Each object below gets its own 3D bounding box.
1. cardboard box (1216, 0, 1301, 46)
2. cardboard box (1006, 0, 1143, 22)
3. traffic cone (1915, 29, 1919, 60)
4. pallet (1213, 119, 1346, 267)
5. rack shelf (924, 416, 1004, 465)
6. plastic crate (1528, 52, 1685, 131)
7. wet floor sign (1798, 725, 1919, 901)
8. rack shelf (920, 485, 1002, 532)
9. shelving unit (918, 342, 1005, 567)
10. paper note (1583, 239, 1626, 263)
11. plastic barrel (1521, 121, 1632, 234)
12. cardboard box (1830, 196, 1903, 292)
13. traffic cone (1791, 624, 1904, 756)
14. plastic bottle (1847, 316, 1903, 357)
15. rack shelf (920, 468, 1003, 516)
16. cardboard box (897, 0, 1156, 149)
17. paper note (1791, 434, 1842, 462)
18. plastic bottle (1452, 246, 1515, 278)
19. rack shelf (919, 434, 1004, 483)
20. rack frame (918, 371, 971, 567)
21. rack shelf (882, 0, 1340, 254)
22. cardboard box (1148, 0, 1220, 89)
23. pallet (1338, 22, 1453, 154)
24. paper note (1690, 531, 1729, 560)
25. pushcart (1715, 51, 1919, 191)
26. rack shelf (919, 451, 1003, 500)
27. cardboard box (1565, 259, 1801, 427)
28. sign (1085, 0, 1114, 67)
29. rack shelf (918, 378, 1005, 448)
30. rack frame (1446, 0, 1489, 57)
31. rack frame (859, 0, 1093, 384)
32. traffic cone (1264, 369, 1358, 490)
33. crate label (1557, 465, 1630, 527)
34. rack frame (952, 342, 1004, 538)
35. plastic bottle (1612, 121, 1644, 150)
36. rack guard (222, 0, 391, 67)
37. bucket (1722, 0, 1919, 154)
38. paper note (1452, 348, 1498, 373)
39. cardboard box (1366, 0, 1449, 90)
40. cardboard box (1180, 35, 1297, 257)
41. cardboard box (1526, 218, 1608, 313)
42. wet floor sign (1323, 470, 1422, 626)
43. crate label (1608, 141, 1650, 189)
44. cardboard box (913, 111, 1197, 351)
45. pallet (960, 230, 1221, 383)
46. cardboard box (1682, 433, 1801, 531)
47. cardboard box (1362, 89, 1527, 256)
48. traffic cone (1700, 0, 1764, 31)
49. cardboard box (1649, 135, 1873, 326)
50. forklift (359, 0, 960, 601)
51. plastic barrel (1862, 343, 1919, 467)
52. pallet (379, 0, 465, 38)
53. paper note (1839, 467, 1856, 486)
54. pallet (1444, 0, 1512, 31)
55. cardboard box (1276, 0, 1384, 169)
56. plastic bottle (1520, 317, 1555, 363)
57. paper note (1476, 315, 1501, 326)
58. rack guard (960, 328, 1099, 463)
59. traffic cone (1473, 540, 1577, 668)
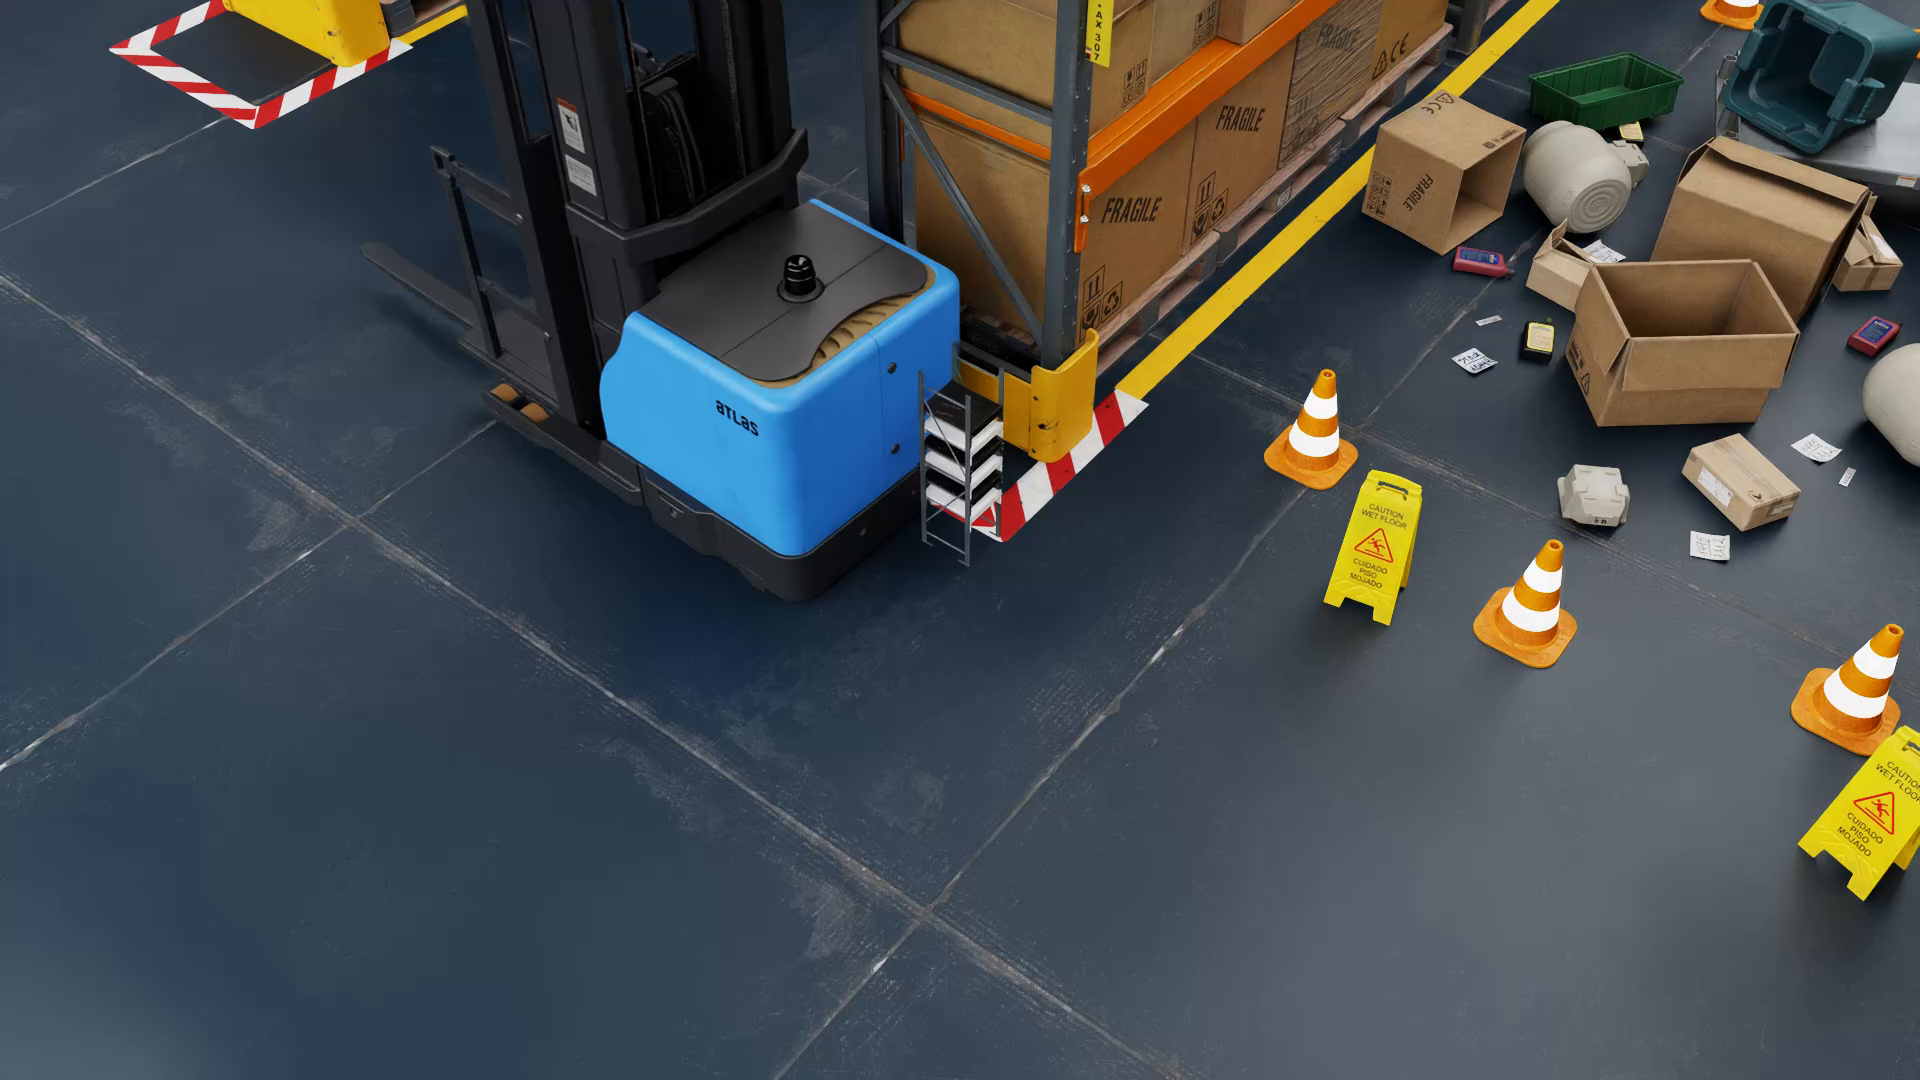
[{"bbox_3d":[0.998,-2.587,7.043,0.875,0.550,0.550,29,53,25],"label":"cardboard box"},{"bbox_3d":[0.304,-2.334,6.055,0.875,0.550,0.550,29,53,25],"label":"cardboard box"},{"bbox_3d":[5.507,-2.932,9.231,0.336,0.463,0.334,29,53,25],"label":"traffic cone"},{"bbox_3d":[1.220,-1.938,8.455,1.003,0.211,1.213,29,53,25],"label":"pallet"},{"bbox_3d":[0.005,-0.417,6.323,0.258,0.077,0.200,29,53,25],"label":"rack shelf"},{"bbox_3d":[3.422,-2.373,8.847,0.662,0.188,0.450,-17,39,-15],"label":"plastic crate"},{"bbox_3d":[3.062,0.866,5.477,0.232,0.644,0.267,-25,51,-22],"label":"wet floor sign"},{"bbox_3d":[0.005,-0.168,6.583,0.258,0.077,0.200,29,53,25],"label":"rack shelf"},{"bbox_3d":[0.005,-0.315,6.429,0.258,0.900,0.210,29,53,25],"label":"shelving unit"},{"bbox_3d":[3.110,-1.388,8.061,0.155,0.023,0.172,-25,51,-22],"label":"paper note"},{"bbox_3d":[3.012,-1.785,8.163,0.421,0.421,0.512,-9,47,-8],"label":"plastic barrel"},{"bbox_3d":[4.274,-1.410,7.914,0.258,0.266,0.396,-2,46,-2],"label":"cardboard box"},{"bbox_3d":[3.267,0.477,5.975,0.336,0.463,0.334,29,53,25],"label":"traffic cone"},{"bbox_3d":[4.198,-0.948,7.613,0.283,0.061,0.133,-33,55,-28],"label":"plastic bottle"},{"bbox_3d":[0.005,-0.230,6.518,0.258,0.077,0.200,29,53,25],"label":"rack shelf"},{"bbox_3d":[0.237,-1.998,6.481,0.875,0.550,0.550,29,53,25],"label":"cardboard box"},{"bbox_3d":[3.666,-0.394,7.114,0.142,0.019,0.148,-25,51,-22],"label":"paper note"},{"bbox_3d":[2.517,-1.328,7.977,0.283,0.061,0.133,13,48,12],"label":"plastic bottle"},{"bbox_3d":[0.005,-0.355,6.388,0.258,0.077,0.200,29,53,25],"label":"rack shelf"},{"bbox_3d":[-0.057,-0.257,6.373,0.240,0.900,0.006,29,53,25],"label":"rack frame"},{"bbox_3d":[1.269,-2.610,7.666,1.077,0.370,4.000,29,53,25],"label":"rack shelf"},{"bbox_3d":[0.556,-2.322,6.790,0.875,0.550,0.550,29,53,25],"label":"cardboard box"},{"bbox_3d":[1.965,-2.639,9.125,1.003,0.211,1.213,29,53,25],"label":"pallet"},{"bbox_3d":[3.028,0.021,6.708,0.148,0.019,0.142,13,48,12],"label":"paper note"},{"bbox_3d":[4.636,-1.946,8.348,1.648,0.377,0.936,13,48,12],"label":"pushcart"},{"bbox_3d":[0.005,-0.292,6.453,0.258,0.077,0.200,29,53,25],"label":"rack shelf"},{"bbox_3d":[3.096,-0.845,7.210,0.797,0.503,0.637,-2,46,-2],"label":"cardboard box"},{"bbox_3d":[0.482,-1.791,5.733,0.100,0.325,0.005,29,53,25],"label":"sign"},{"bbox_3d":[0.005,-0.479,6.258,0.258,0.077,0.200,29,53,25],"label":"rack shelf"},{"bbox_3d":[2.492,-4.003,8.499,1.000,3.000,0.127,29,53,25],"label":"rack frame"},{"bbox_3d":[0.046,-1.714,6.313,1.000,3.000,0.127,29,53,25],"label":"rack frame"},{"bbox_3d":[1.495,-0.514,6.921,0.336,0.463,0.334,29,53,25],"label":"traffic cone"},{"bbox_3d":[2.613,-0.184,6.831,0.250,0.136,0.298,6,47,5],"label":"crate label"},{"bbox_3d":[0.067,-0.374,6.484,0.240,0.900,0.006,29,53,25],"label":"rack frame"},{"bbox_3d":[3.517,-2.162,8.773,0.133,0.061,0.283,6,47,5],"label":"plastic bottle"},{"bbox_3d":[-3.770,-3.145,9.408,1.175,0.500,0.348,29,53,25],"label":"rack guard"},{"bbox_3d":[4.233,-2.300,8.085,0.620,0.611,0.726,-17,48,-29],"label":"bucket"},{"bbox_3d":[2.323,-0.811,7.504,0.142,0.017,0.144,-25,51,-22],"label":"paper note"},{"bbox_3d":[2.052,-3.085,8.801,0.875,0.875,0.875,30,53,26],"label":"cardboard box"},{"bbox_3d":[0.945,-2.047,7.810,0.875,0.875,0.875,28,53,24],"label":"cardboard box"},{"bbox_3d":[2.899,-1.260,7.770,0.258,0.266,0.396,-33,55,-28],"label":"cardboard box"},{"bbox_3d":[1.596,-0.009,6.312,0.267,0.644,0.232,21,50,19],"label":"wet floor sign"},{"bbox_3d":[3.351,-1.923,8.492,0.298,0.136,0.250,-2,46,-2],"label":"crate label"},{"bbox_3d":[0.409,-1.542,7.328,0.875,0.875,0.875,29,53,25],"label":"cardboard box"},{"bbox_3d":[0.473,-1.243,7.791,1.003,0.211,1.213,29,53,25],"label":"pallet"},{"bbox_3d":[3.228,-0.241,6.878,0.250,0.149,0.380,-17,49,-15],"label":"cardboard box"},{"bbox_3d":[2.355,-1.798,8.120,0.500,0.500,0.500,-33,55,-28],"label":"cardboard box"},{"bbox_3d":[4.507,-3.226,9.512,0.336,0.463,0.334,29,53,25],"label":"traffic cone"},{"bbox_3d":[3.661,-1.431,7.675,0.797,0.637,0.503,29,53,25],"label":"cardboard box"},{"bbox_3d":[-1.433,-1.694,6.341,3.031,2.935,1.130,32,54,27],"label":"forklift"},{"bbox_3d":[4.090,-0.545,6.978,0.421,0.421,0.512,-9,47,-8],"label":"plastic barrel"},{"bbox_3d":[-3.246,-3.494,9.942,1.003,0.211,1.213,29,53,25],"label":"pallet"},{"bbox_3d":[3.735,-0.266,6.997,0.032,0.001,0.123,29,53,25],"label":"paper note"},{"bbox_3d":[2.904,-3.514,9.961,1.003,0.211,1.213,29,53,25],"label":"pallet"},{"bbox_3d":[1.504,-2.567,8.307,0.875,0.875,0.875,30,53,25],"label":"cardboard box"},{"bbox_3d":[2.641,-0.925,7.592,0.133,0.061,0.283,13,48,12],"label":"plastic bottle"},{"bbox_3d":[2.454,-1.018,7.716,0.123,0.001,0.032,-17,49,-15],"label":"paper note"},{"bbox_3d":[0.032,-0.837,7.204,1.175,0.500,0.348,29,53,25],"label":"rack guard"},{"bbox_3d":[2.181,0.180,6.258,0.336,0.463,0.334,29,53,25],"label":"traffic cone"}]
